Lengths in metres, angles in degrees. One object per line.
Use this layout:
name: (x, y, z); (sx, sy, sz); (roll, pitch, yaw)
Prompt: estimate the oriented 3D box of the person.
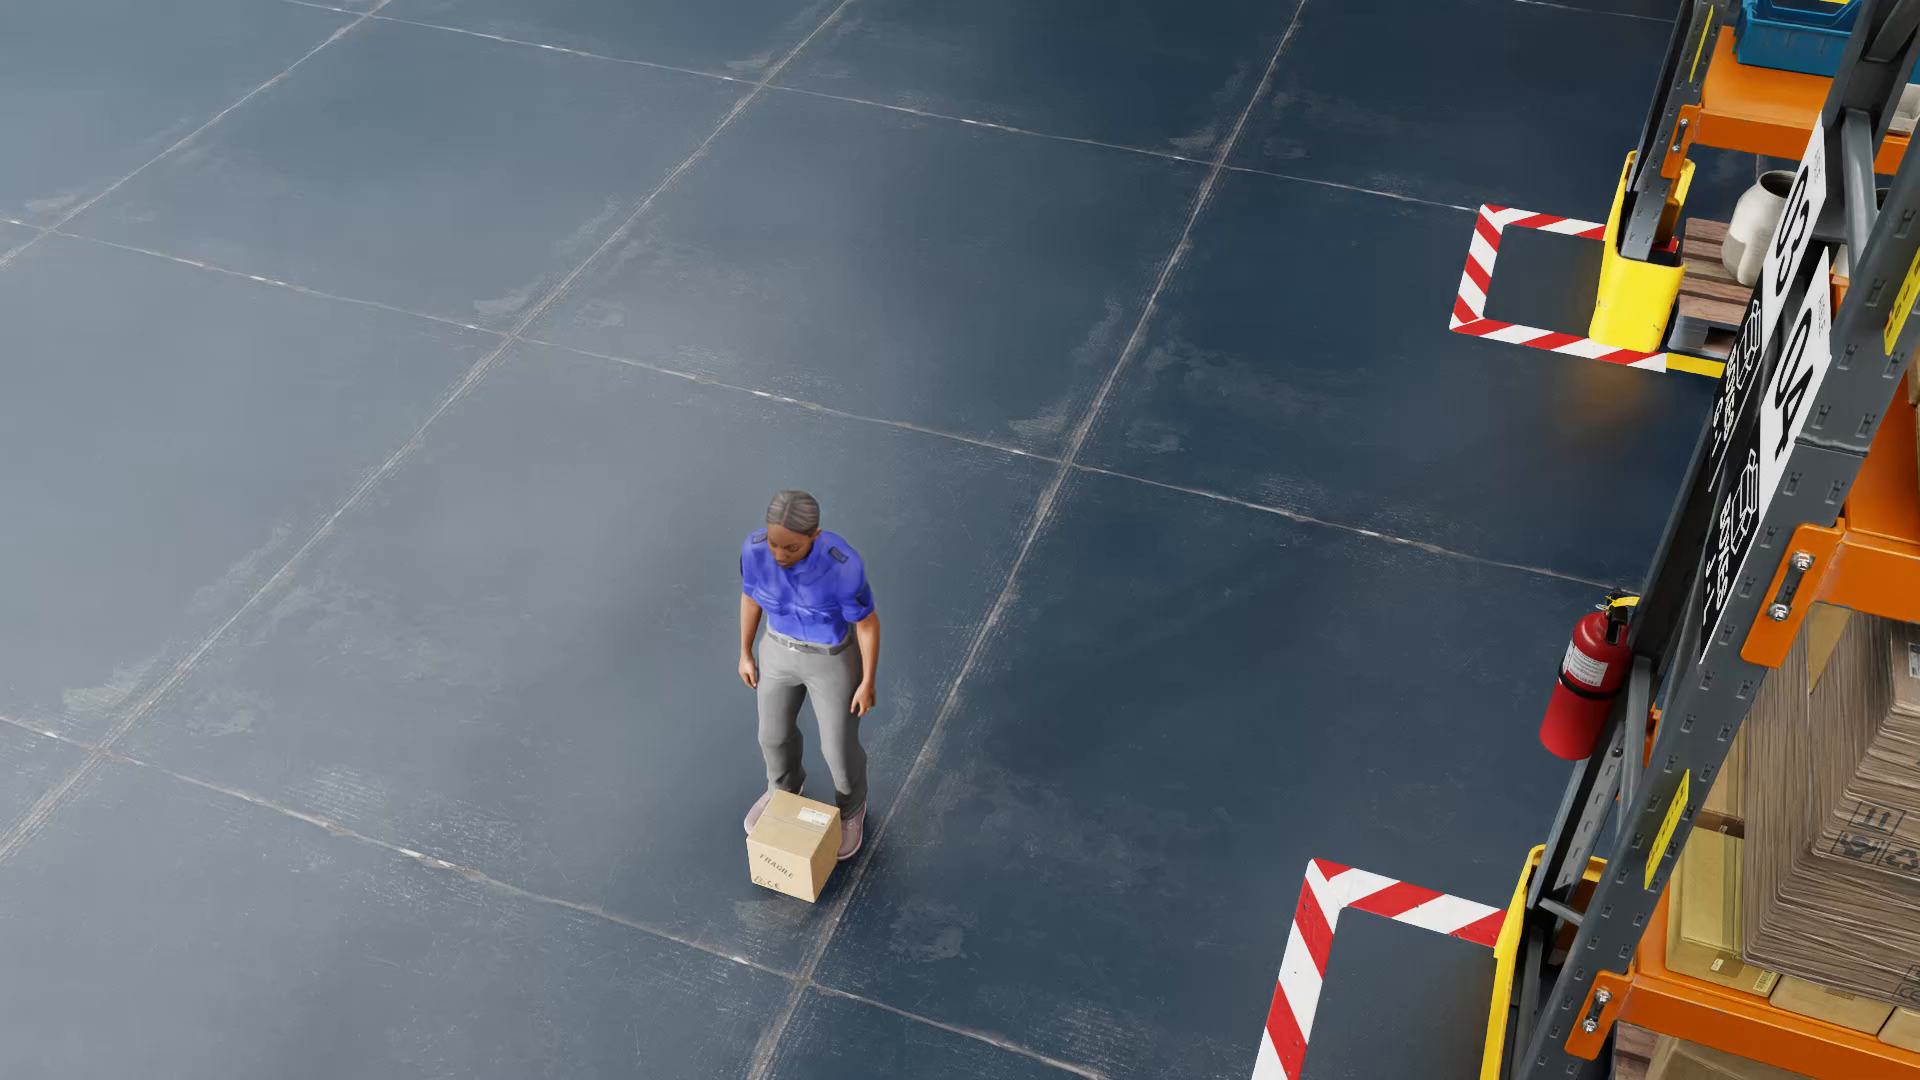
person: (-0.524, 0.431, 5.680); (0.518, 1.654, 0.353); (13, 43, 14)
